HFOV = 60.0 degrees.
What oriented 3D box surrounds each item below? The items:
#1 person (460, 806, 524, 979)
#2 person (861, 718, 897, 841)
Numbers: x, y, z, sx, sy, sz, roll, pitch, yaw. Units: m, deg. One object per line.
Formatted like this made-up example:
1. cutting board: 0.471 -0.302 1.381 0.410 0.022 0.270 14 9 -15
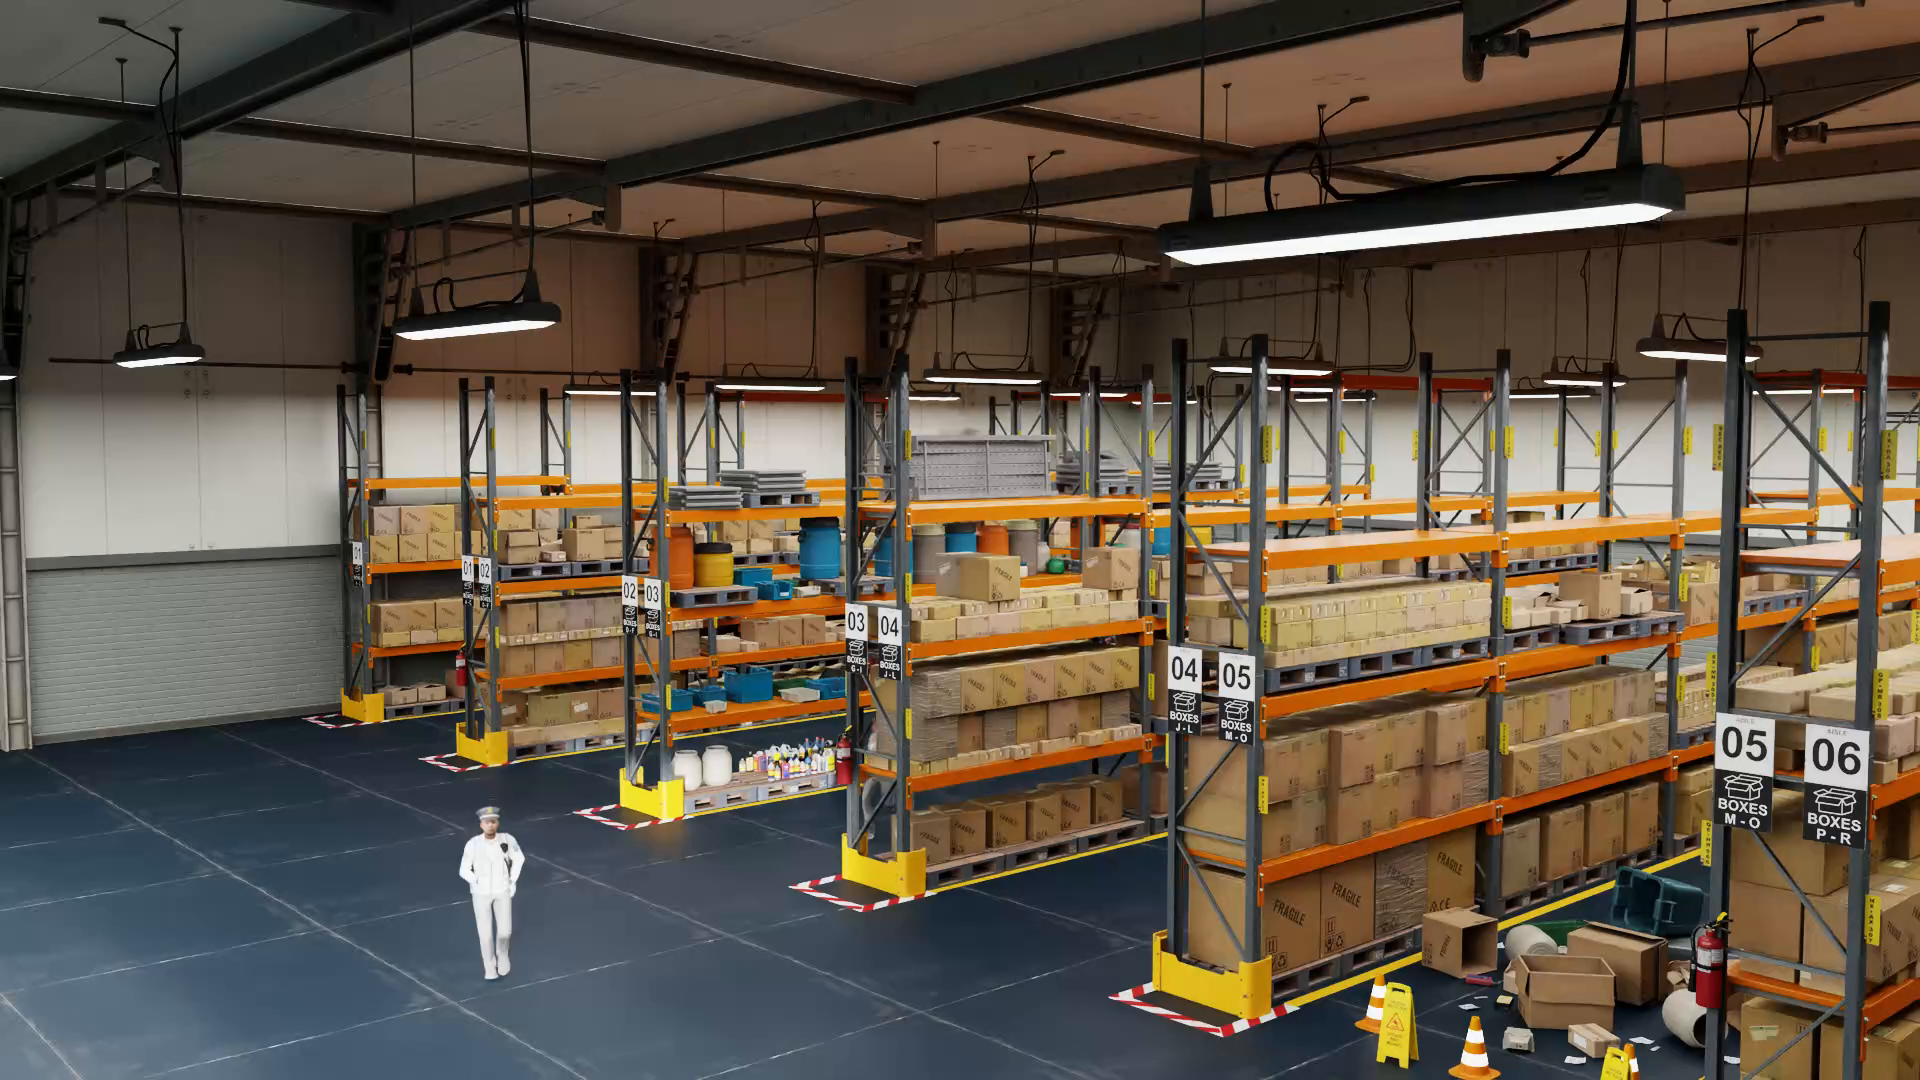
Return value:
1. person: -4.366 3.308 15.538 0.585 1.654 0.565 -1 4 -16
2. person: -0.981 3.024 21.144 0.521 1.563 0.906 3 5 39
